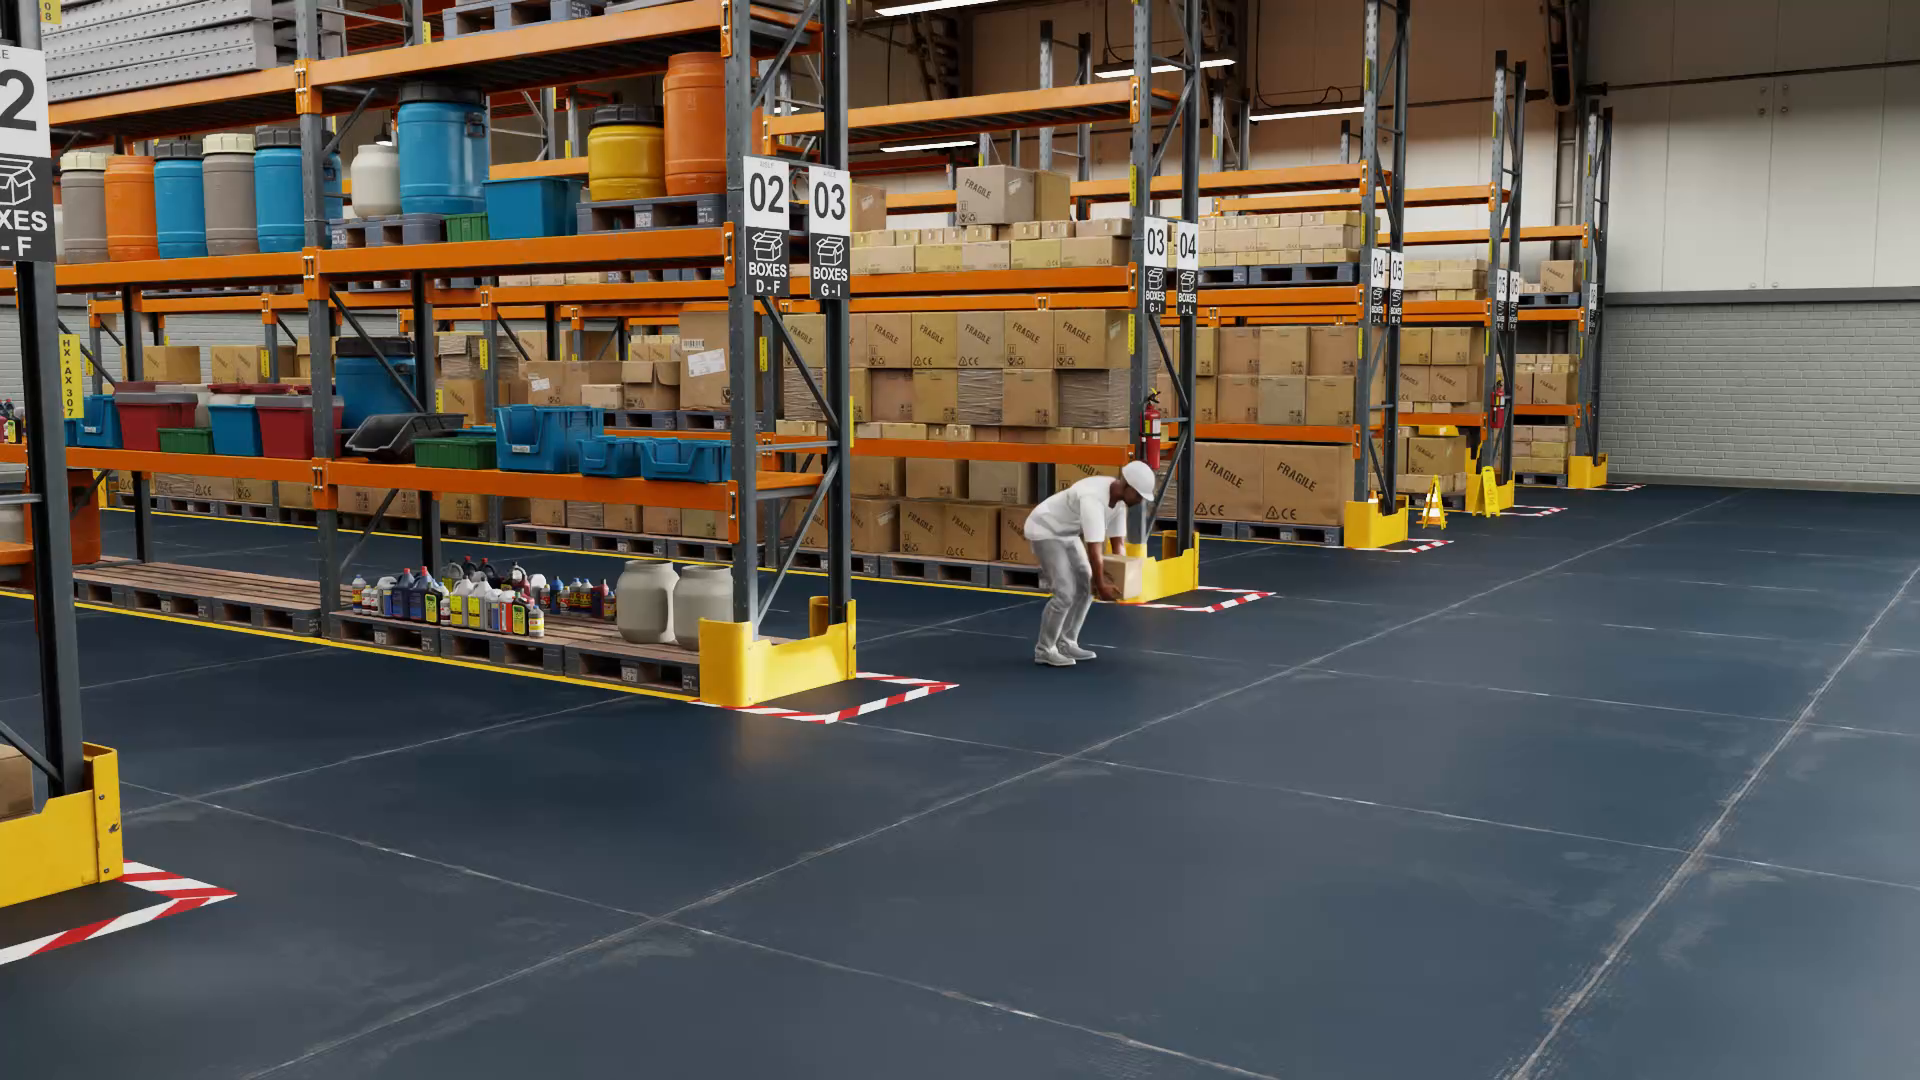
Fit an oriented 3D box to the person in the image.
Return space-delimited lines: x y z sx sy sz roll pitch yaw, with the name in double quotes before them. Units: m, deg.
"person" 0.875 0.151 11.082 0.898 1.374 0.490 4 7 32
